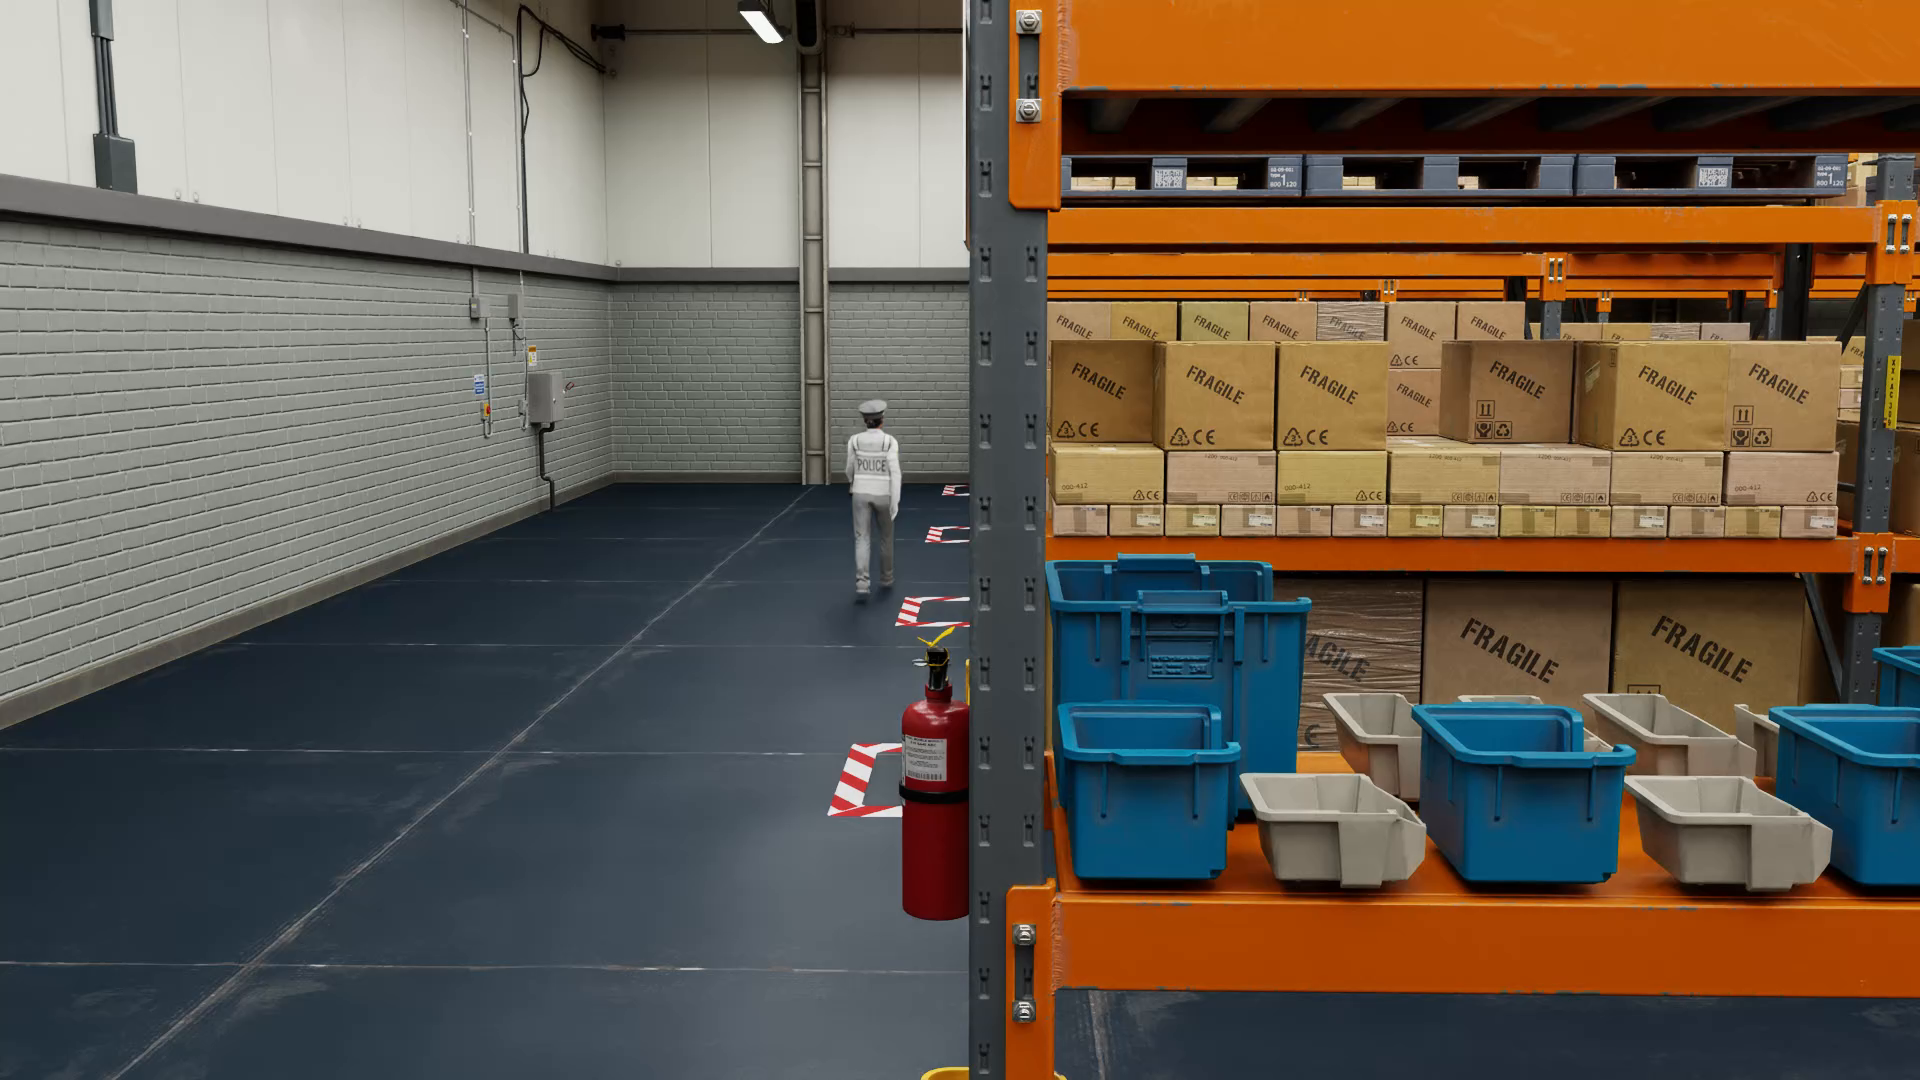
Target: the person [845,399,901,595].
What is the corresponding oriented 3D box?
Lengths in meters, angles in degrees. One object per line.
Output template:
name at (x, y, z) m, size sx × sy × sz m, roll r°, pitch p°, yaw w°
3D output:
person at (-0.730, -0.381, 14.072) m, size 0.479 × 1.615 × 1.036 m, roll 0°, pitch 7°, yaw 0°
